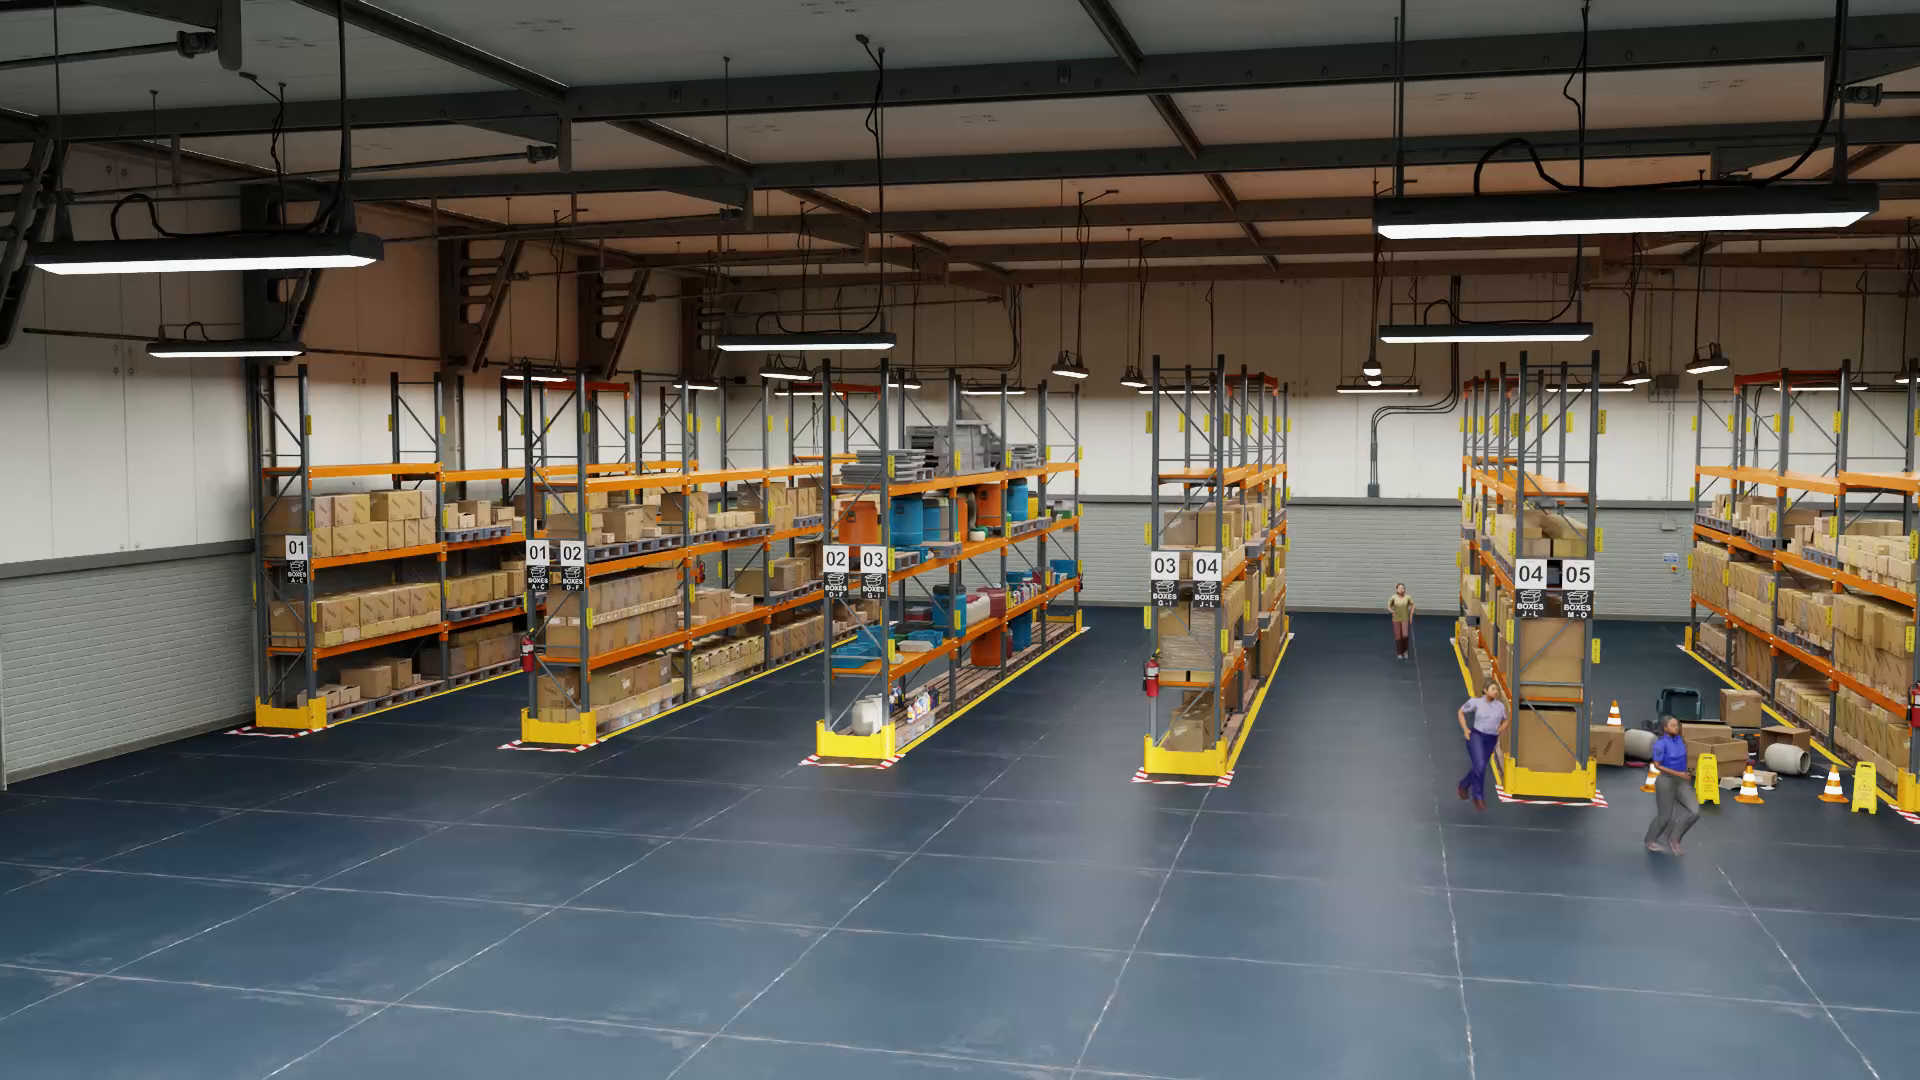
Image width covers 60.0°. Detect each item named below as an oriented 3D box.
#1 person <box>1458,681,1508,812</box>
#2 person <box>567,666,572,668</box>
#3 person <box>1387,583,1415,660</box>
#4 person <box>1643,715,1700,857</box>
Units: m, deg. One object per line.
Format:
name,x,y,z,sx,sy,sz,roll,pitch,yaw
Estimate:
person,6.921,2.691,21.931,0.601,1.657,0.774,-1,4,-18
person,-7.015,2.039,30.255,0.686,1.752,0.690,1,4,11
person,9.378,1.734,35.395,0.569,1.641,0.613,1,4,17
person,8.289,2.860,19.345,0.581,1.651,0.656,-2,4,-25
